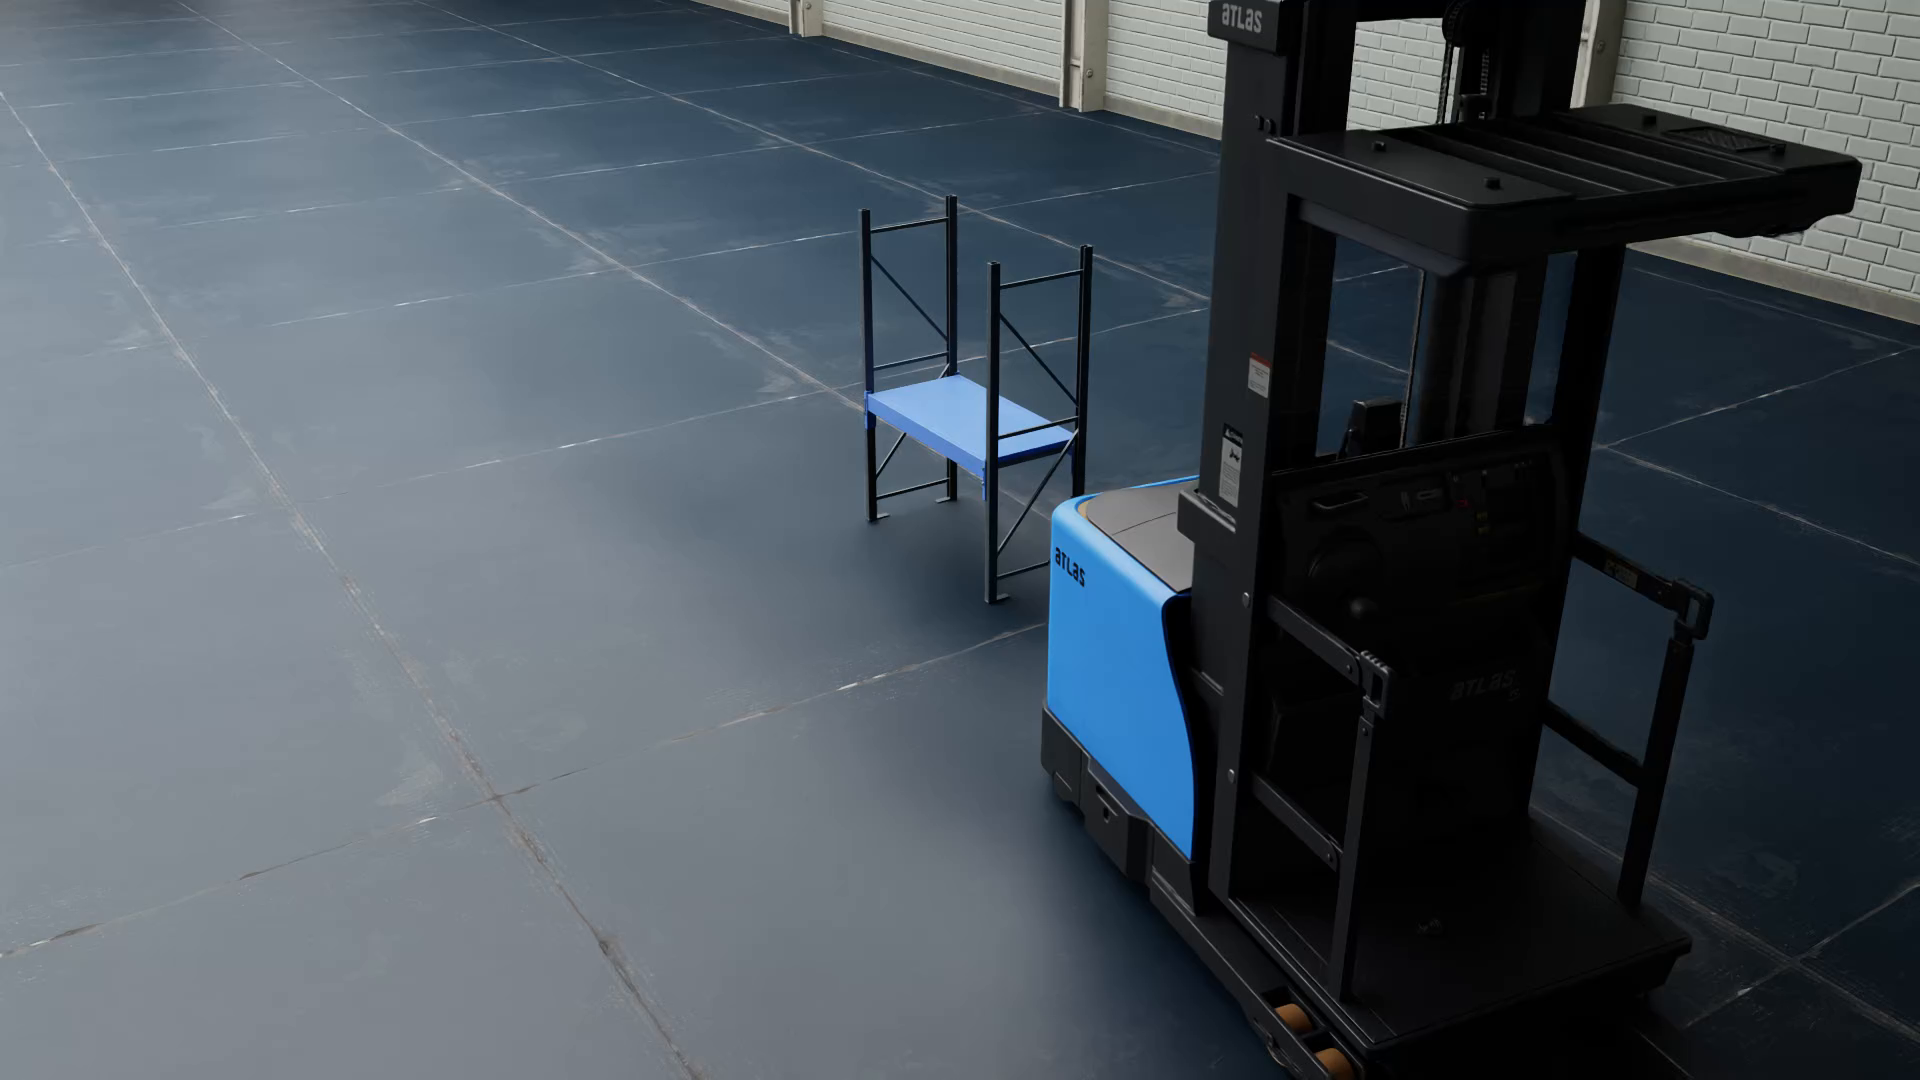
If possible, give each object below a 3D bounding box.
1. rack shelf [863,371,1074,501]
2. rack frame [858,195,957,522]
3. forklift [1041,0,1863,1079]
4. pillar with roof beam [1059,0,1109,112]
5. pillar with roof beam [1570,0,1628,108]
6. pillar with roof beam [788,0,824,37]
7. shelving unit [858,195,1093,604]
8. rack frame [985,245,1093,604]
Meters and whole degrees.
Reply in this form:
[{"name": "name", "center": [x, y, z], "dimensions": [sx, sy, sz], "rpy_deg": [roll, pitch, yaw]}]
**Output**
[{"name": "rack shelf", "center": [0.047, -0.485, 7.442], "dimensions": [0.538, 0.185, 1.000], "rpy_deg": [-16, 29, -30]}, {"name": "rack frame", "center": [-0.231, -0.830, 7.750], "dimensions": [0.500, 1.500, 0.032], "rpy_deg": [-16, 29, -30]}, {"name": "forklift", "center": [1.341, 0.007, 4.302], "dimensions": [1.130, 2.935, 3.031], "rpy_deg": [-11, 27, -21]}, {"name": "pillar with roof beam", "center": [-2.338, -7.553, 13.208], "dimensions": [9.100, 9.000, 0.400], "rpy_deg": [-16, 29, -30]}, {"name": "pillar with roof beam", "center": [0.937, -5.407, 8.662], "dimensions": [9.100, 9.000, 0.400], "rpy_deg": [-16, 29, -30]}, {"name": "pillar with roof beam", "center": [-5.614, -9.699, 17.754], "dimensions": [9.100, 9.000, 0.400], "rpy_deg": [-16, 29, -30]}, {"name": "shelving unit", "center": [0.047, -0.648, 7.365], "dimensions": [0.538, 1.500, 1.048], "rpy_deg": [-16, 29, -30]}, {"name": "rack frame", "center": [0.324, -0.466, 6.980], "dimensions": [0.500, 1.500, 0.032], "rpy_deg": [-16, 29, -30]}]
